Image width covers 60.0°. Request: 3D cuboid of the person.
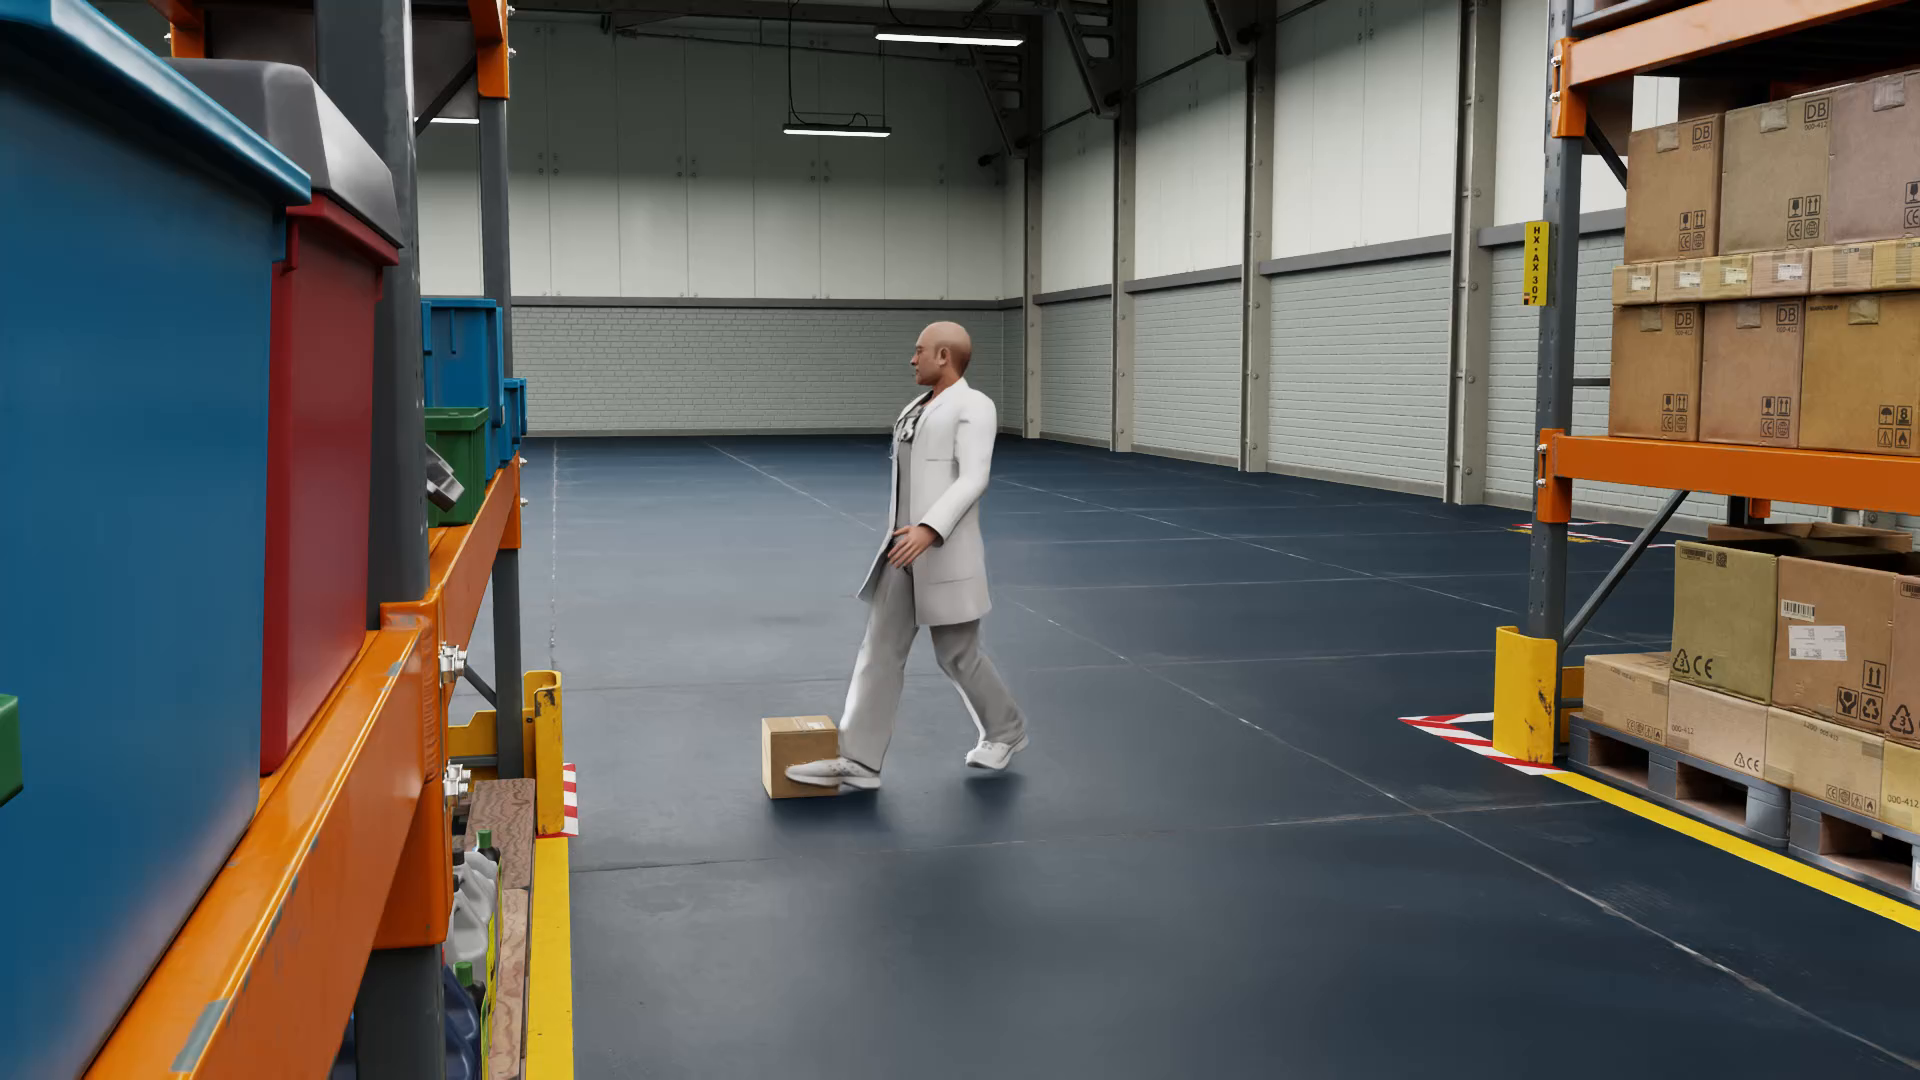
[{"bbox_3d":[-0.158,0.054,6.196,1.036,1.729,0.649,-4,7,-35],"label":"person"}]
